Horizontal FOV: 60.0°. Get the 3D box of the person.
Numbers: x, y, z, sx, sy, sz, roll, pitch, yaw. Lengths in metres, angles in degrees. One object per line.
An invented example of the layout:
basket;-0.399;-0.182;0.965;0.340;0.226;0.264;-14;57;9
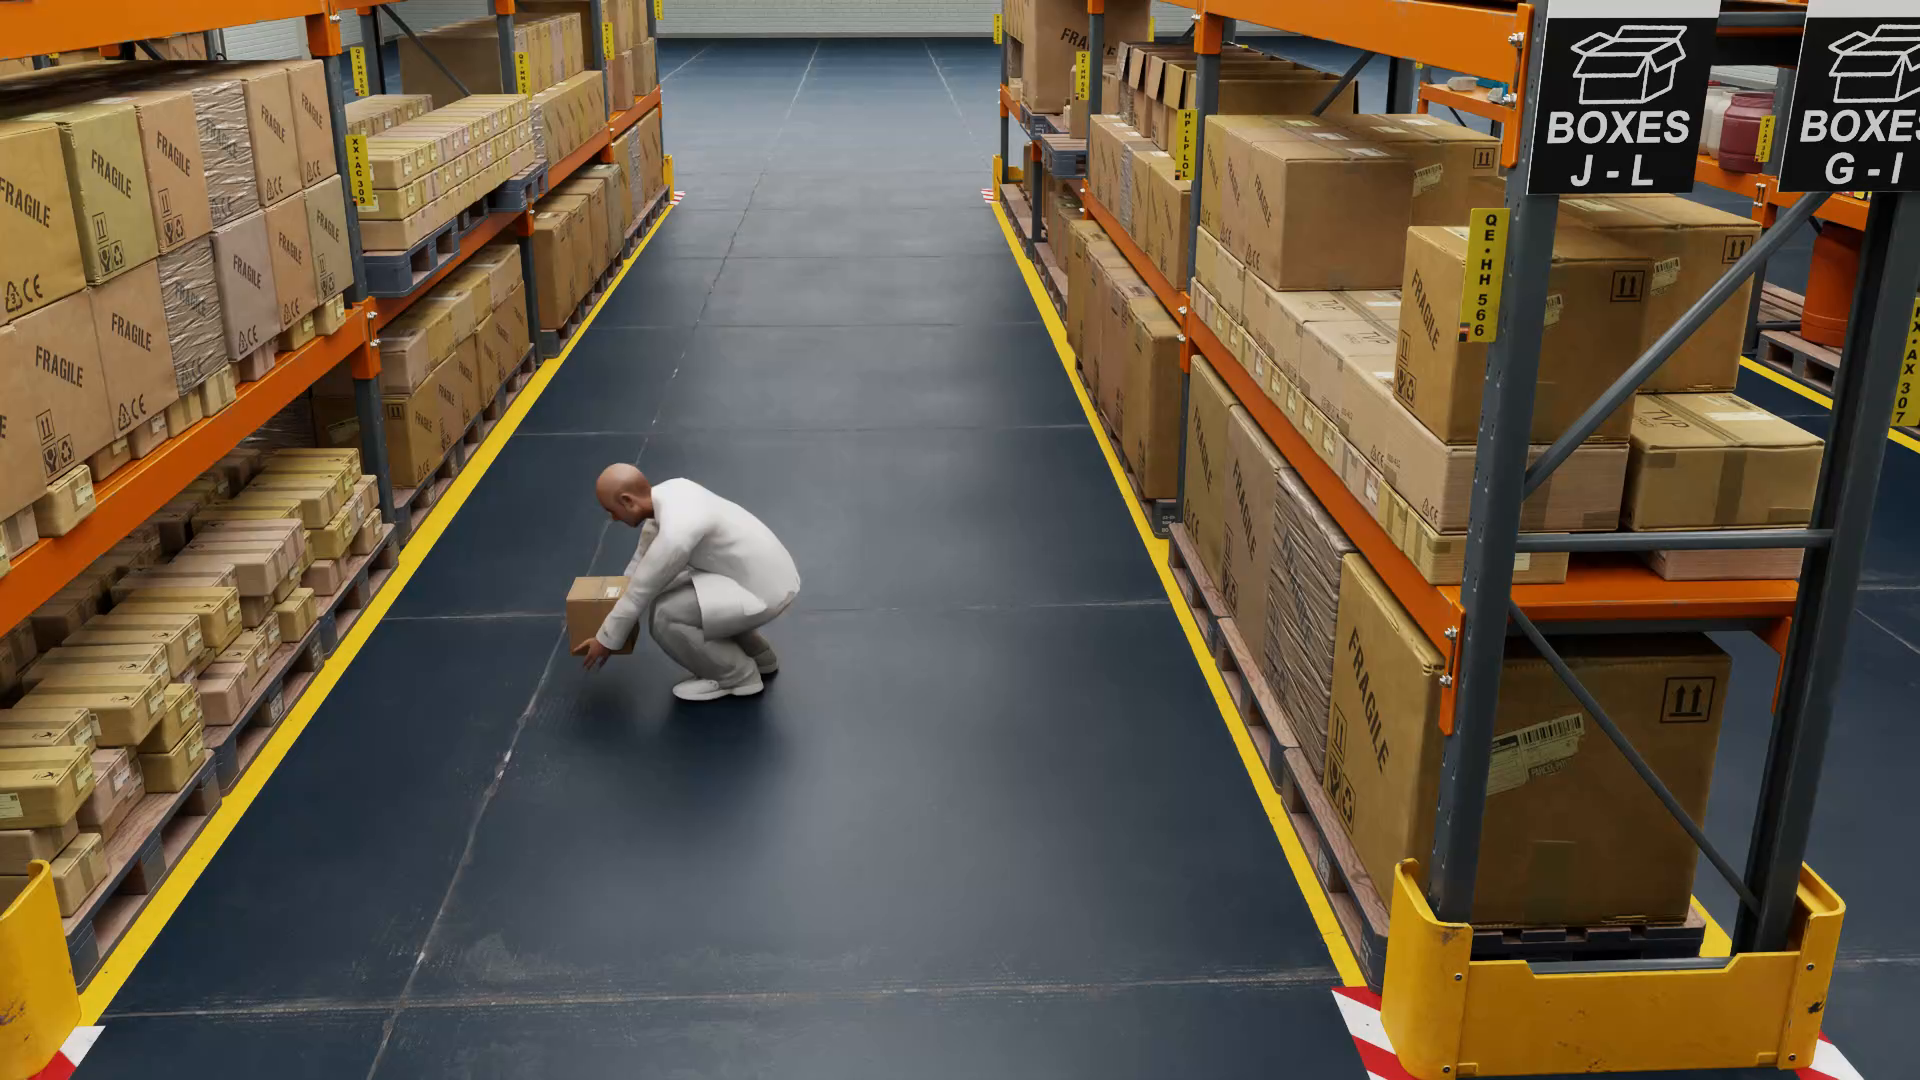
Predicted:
person;-1.123;0.143;6.844;0.923;1.003;0.584;-1;20;-4
